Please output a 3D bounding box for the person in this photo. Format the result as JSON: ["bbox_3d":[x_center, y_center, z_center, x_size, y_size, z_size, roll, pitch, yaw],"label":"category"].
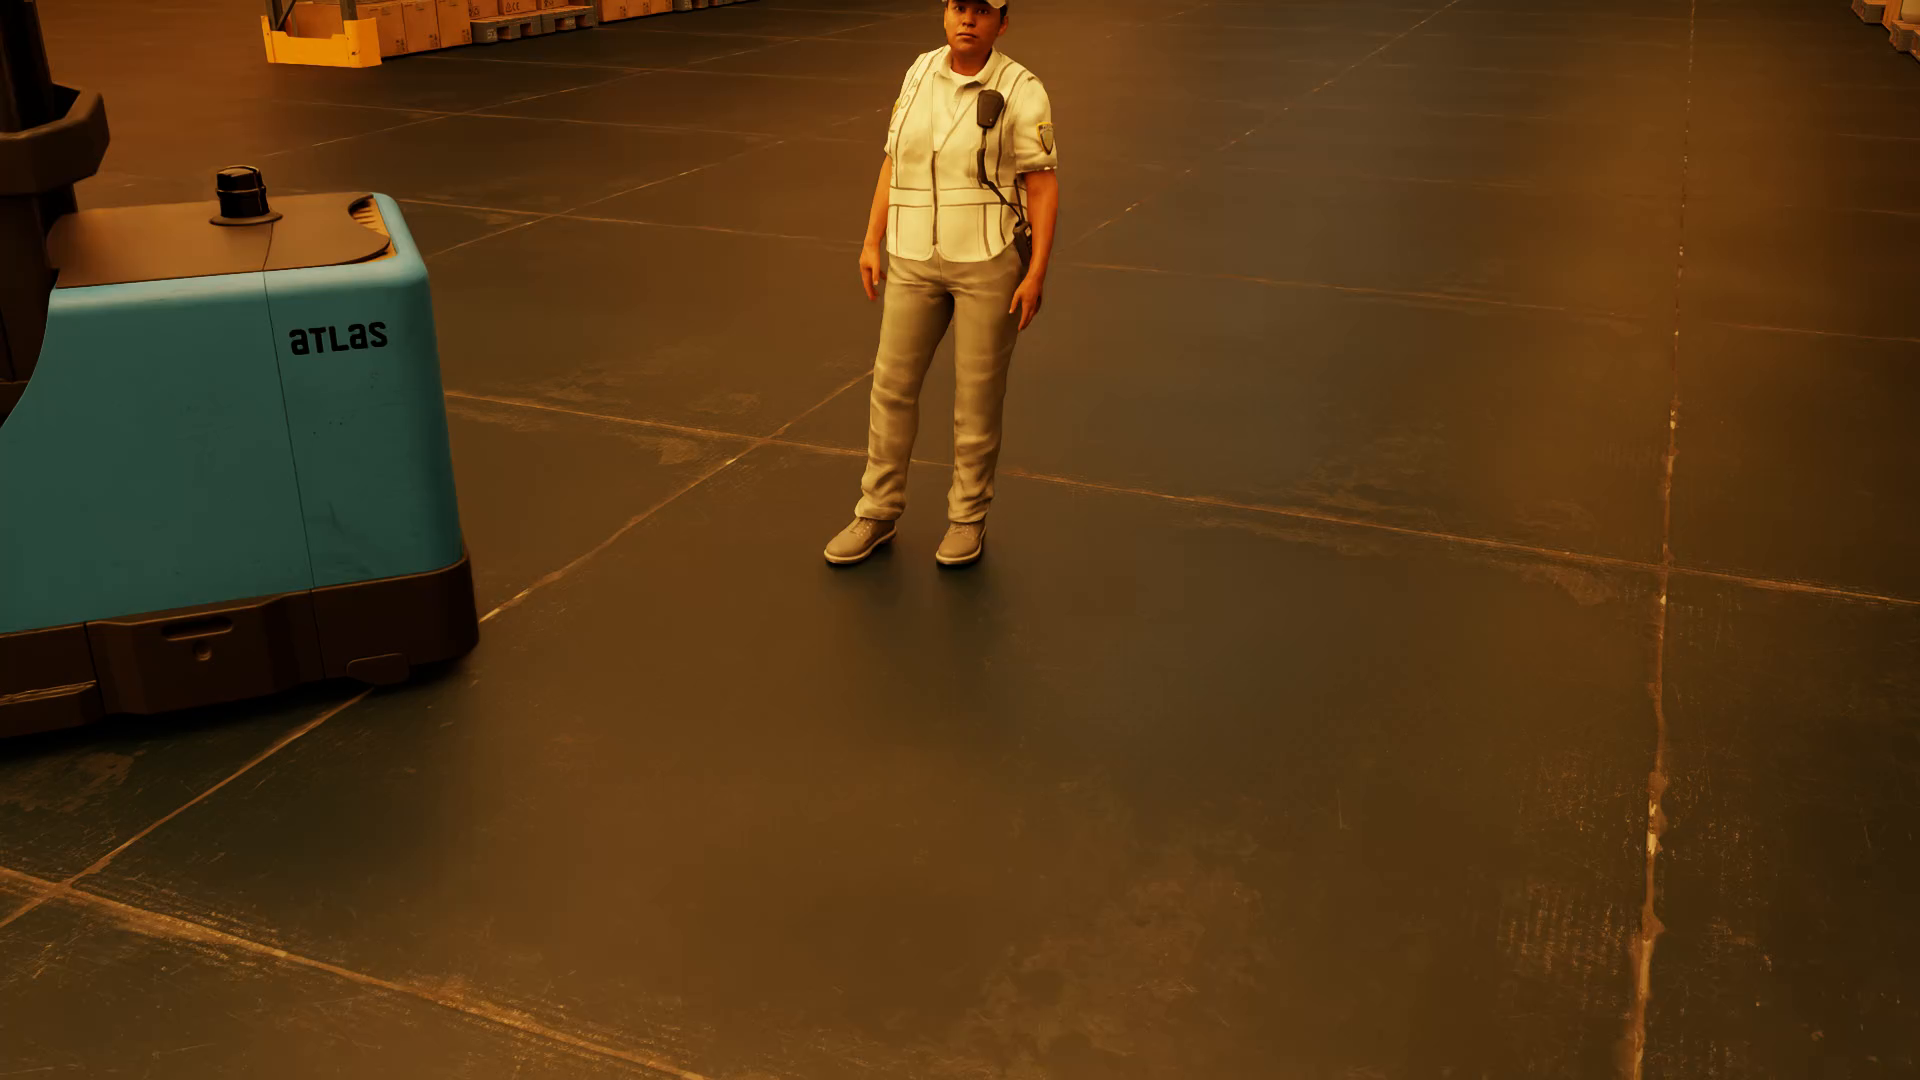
[{"bbox_3d":[-0.050,-0.751,4.712,0.598,1.670,0.529,9,24,21],"label":"person"}]

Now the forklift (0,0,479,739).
[{"bbox_3d":[-2.807,-0.966,3.604,3.031,2.935,1.130,-9,24,-20],"label":"forklift"}]
